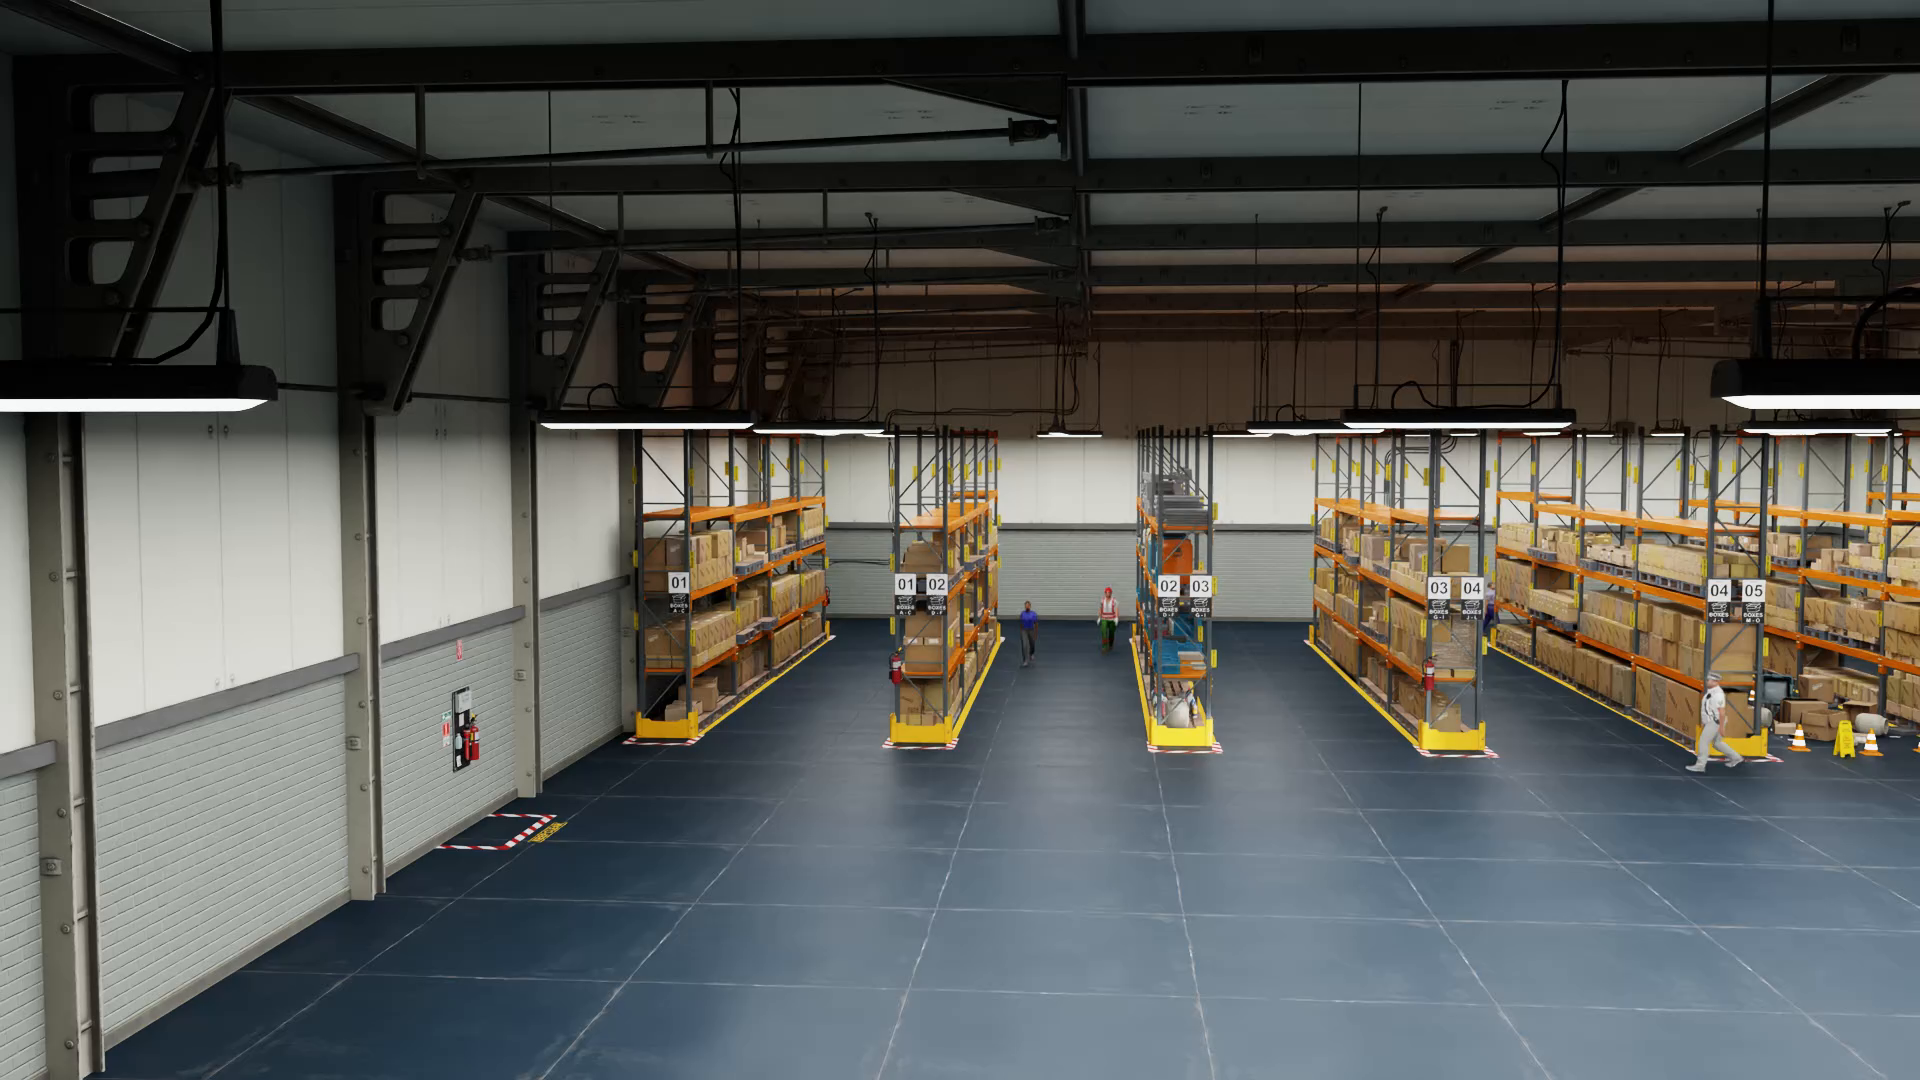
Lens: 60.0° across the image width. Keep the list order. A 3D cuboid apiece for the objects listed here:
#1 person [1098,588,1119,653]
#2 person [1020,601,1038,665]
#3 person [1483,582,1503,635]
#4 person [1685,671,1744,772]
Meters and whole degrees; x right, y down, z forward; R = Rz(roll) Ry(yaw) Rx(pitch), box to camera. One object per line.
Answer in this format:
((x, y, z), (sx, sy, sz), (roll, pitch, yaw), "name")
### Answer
((3.988, 2.143, 44.759), (0.589, 1.724, 1.061), (0, 3, 7), "person")
((1.758, 2.356, 42.388), (0.446, 1.609, 0.863), (0, 3, 3), "person")
((15.528, 2.005, 48.324), (0.994, 1.595, 0.502), (2, 4, 29), "person")
((13.021, 3.120, 28.635), (1.019, 1.718, 0.539), (0, 3, 6), "person")
